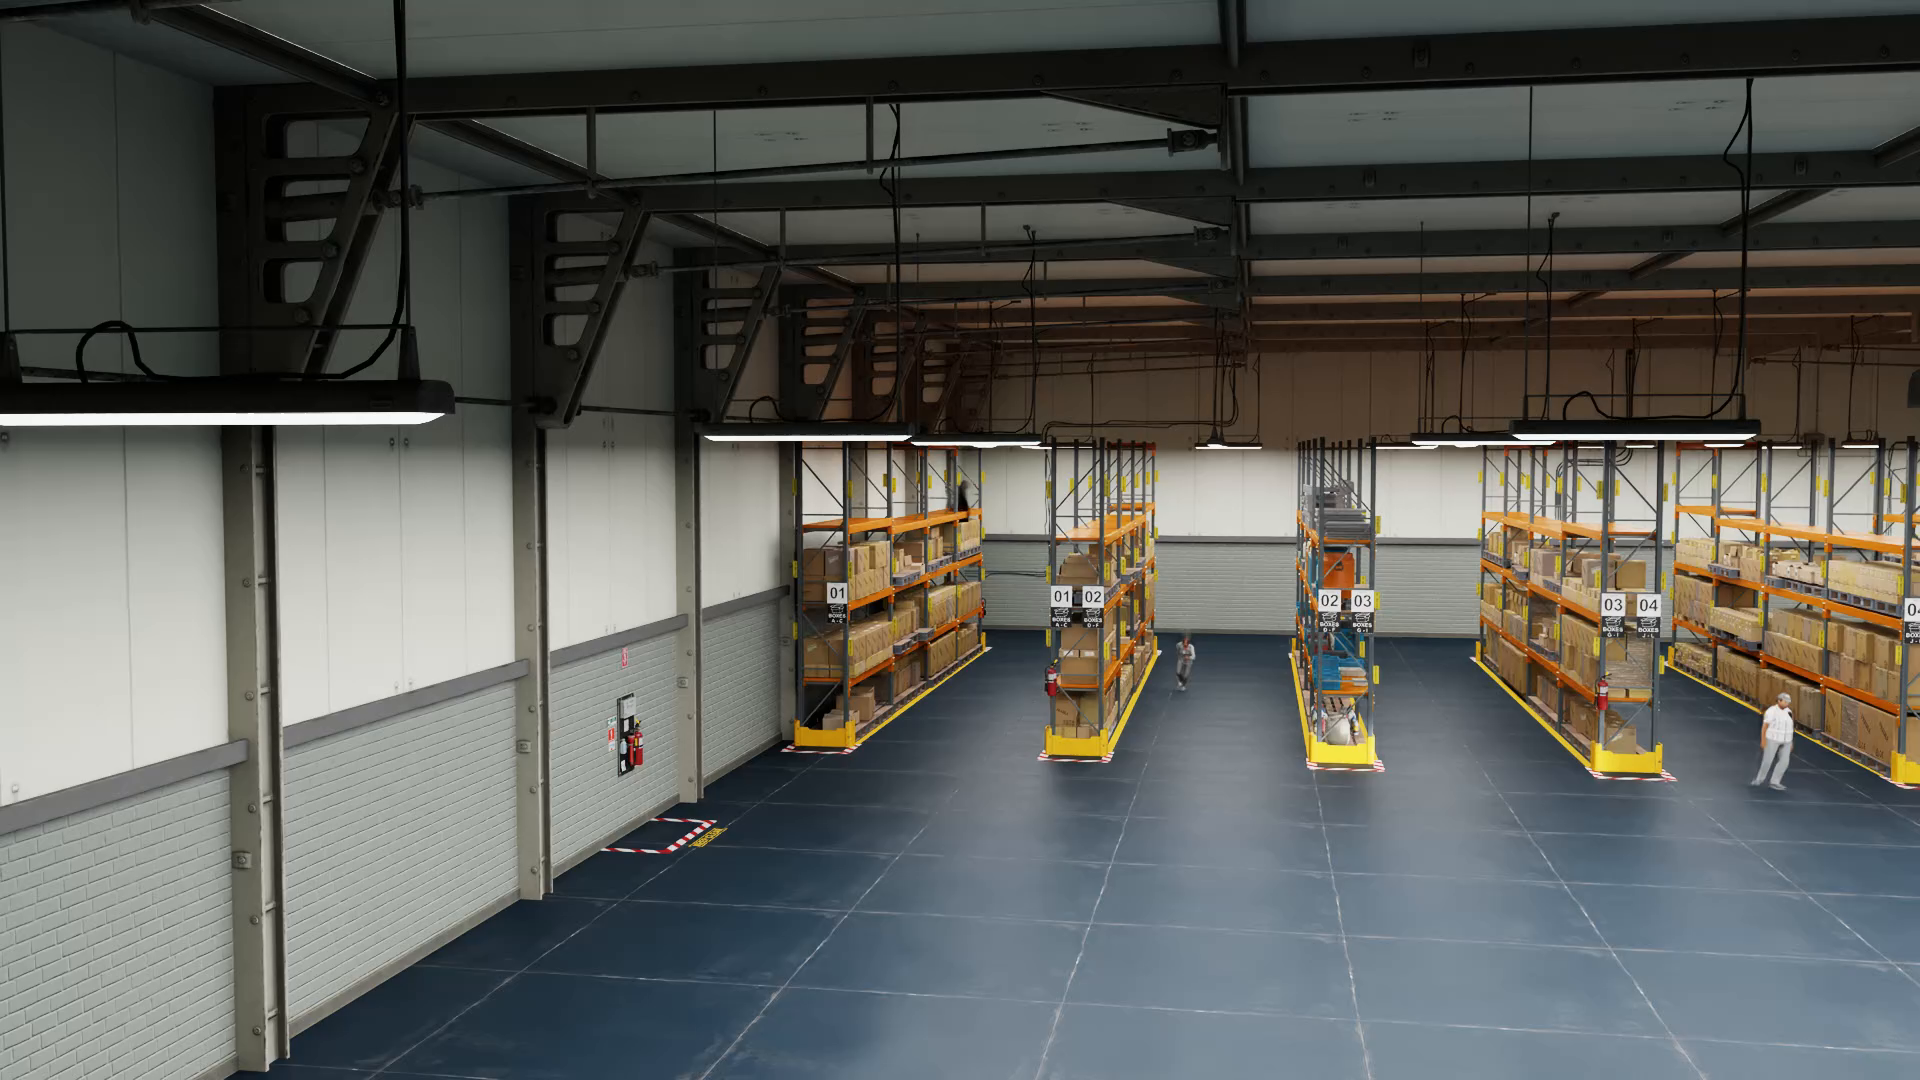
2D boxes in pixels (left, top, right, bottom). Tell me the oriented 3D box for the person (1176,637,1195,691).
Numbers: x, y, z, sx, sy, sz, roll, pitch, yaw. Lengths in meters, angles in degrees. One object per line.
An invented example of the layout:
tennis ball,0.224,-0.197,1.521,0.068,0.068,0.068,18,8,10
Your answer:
person,5.322,2.941,39.466,0.497,1.364,0.925,1,3,15

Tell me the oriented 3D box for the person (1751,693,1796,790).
person,13.807,3.408,28.216,0.628,1.644,0.502,-1,3,-10
